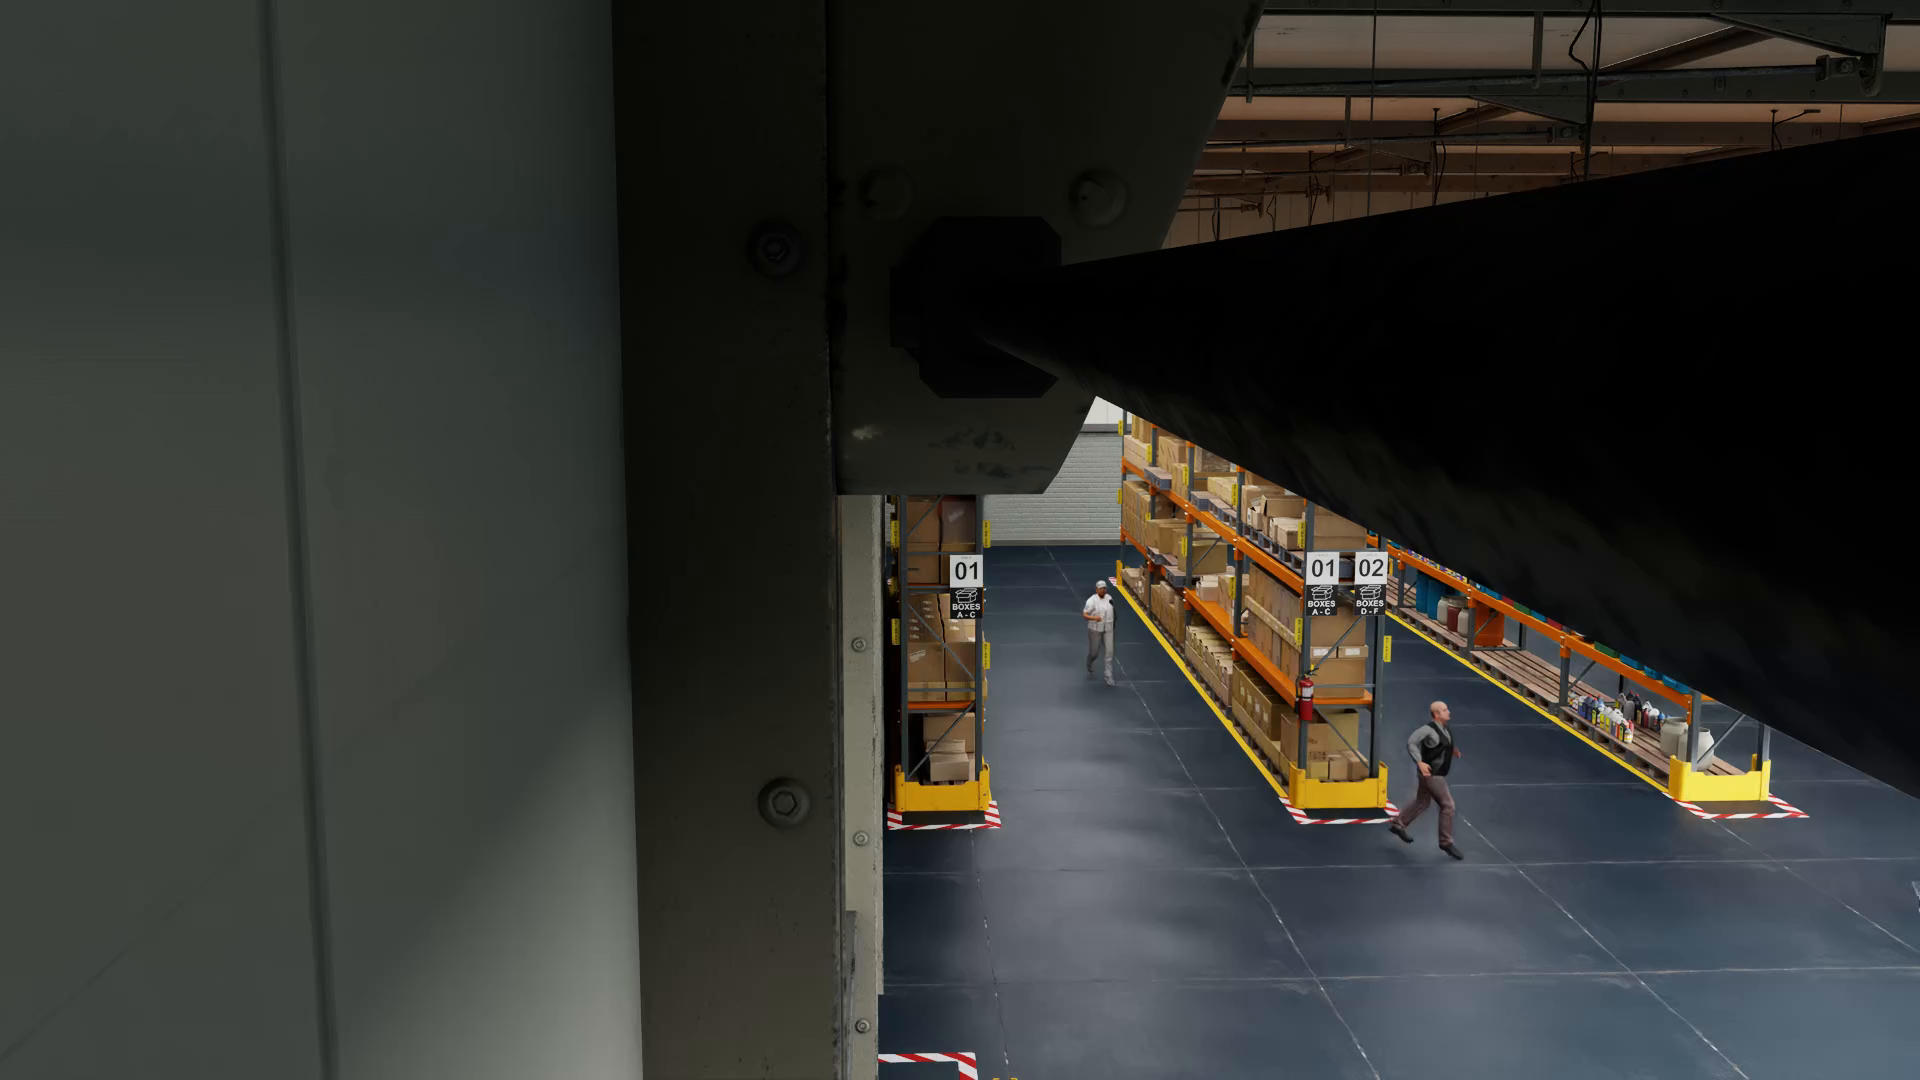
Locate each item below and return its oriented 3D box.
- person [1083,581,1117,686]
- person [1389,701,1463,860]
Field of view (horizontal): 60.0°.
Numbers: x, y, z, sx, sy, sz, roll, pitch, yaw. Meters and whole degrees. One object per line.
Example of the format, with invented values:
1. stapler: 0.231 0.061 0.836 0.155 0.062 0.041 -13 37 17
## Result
1. person: 2.306 1.486 27.271 0.606 1.665 0.925 -2 9 -15
2. person: 5.369 2.686 18.965 0.859 1.752 0.653 4 9 27
